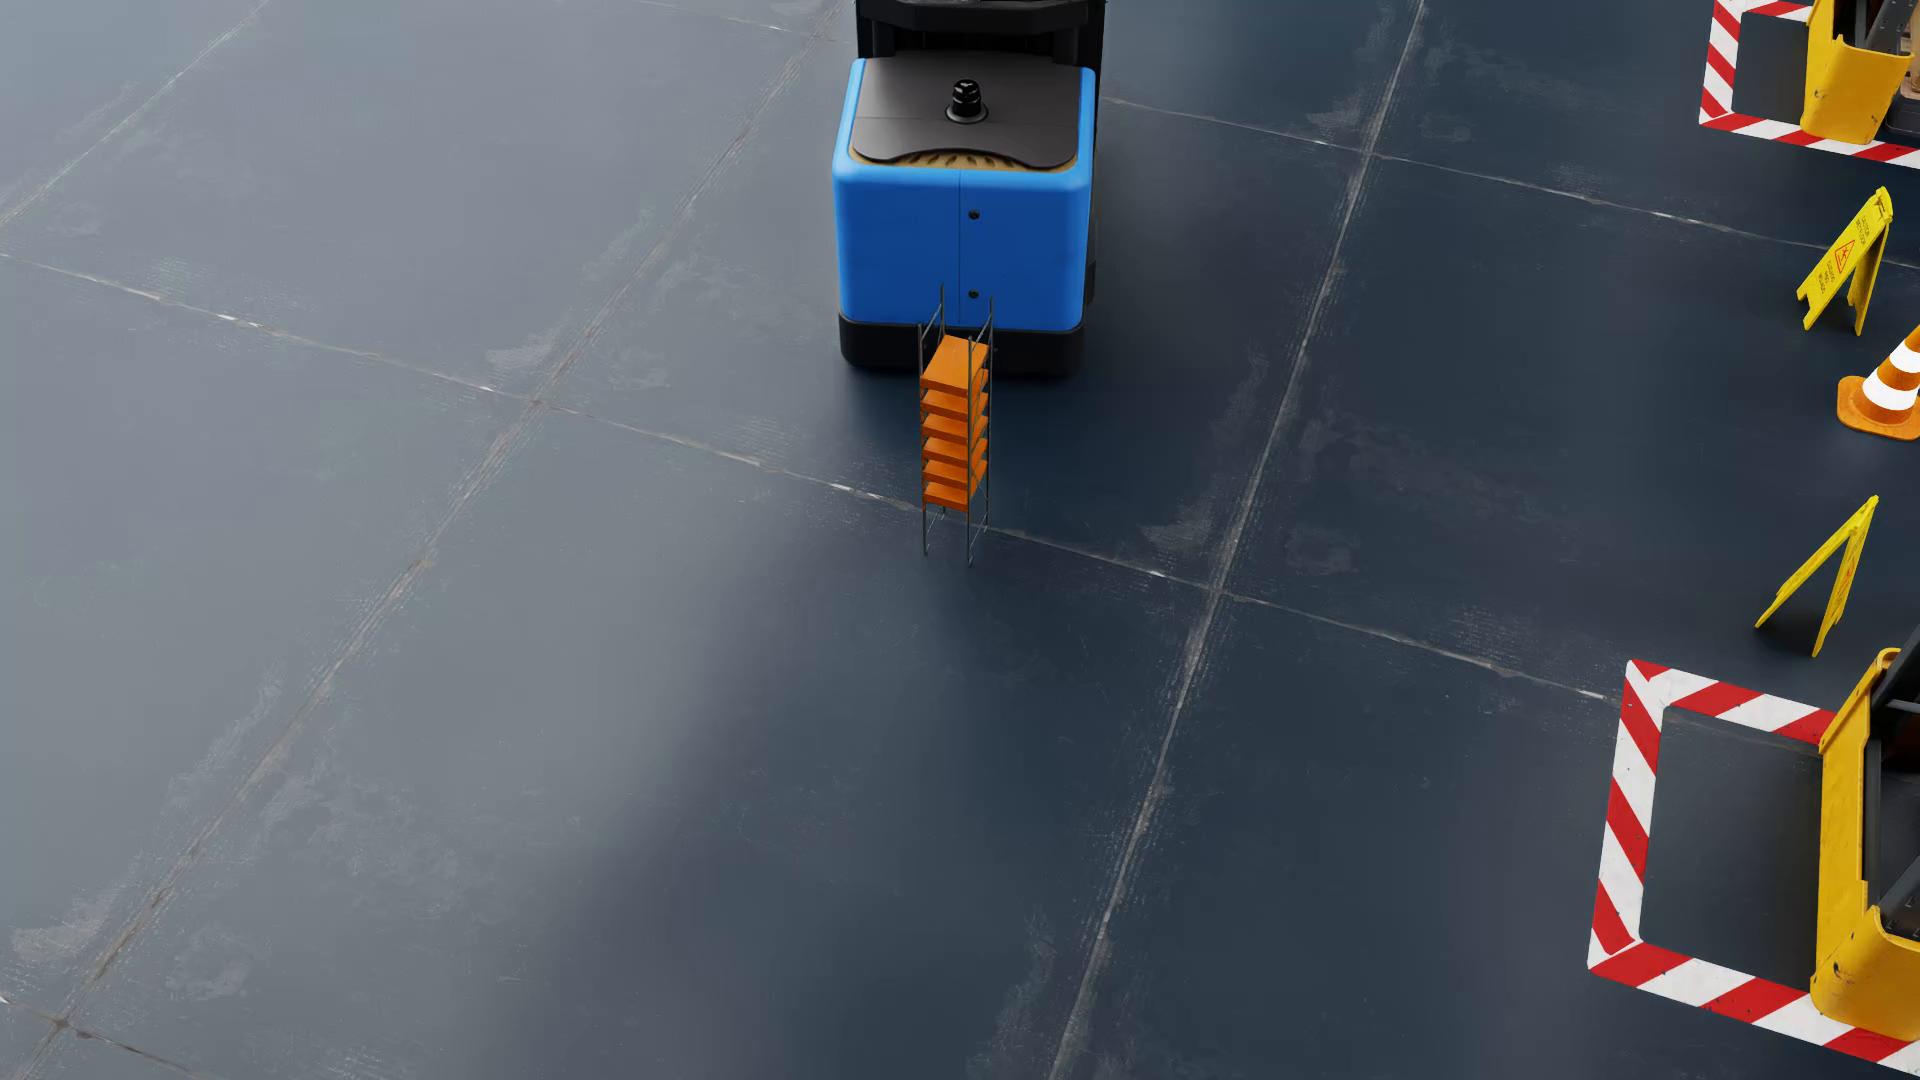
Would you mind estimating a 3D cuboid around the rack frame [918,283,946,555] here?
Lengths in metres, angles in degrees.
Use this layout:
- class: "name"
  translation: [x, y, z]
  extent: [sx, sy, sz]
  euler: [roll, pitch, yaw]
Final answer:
- class: "rack frame"
  translation: [-0.099, -0.421, 6.187]
  extent: [0.006, 1.200, 0.240]
  euler: [16, 51, 13]

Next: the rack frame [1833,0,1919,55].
- class: "rack frame"
  translation: [4.627, -3.399, 7.578]
  extent: [0.127, 3.000, 1.000]
  euler: [16, 51, 13]

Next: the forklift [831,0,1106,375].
- class: "forklift"
  translation: [0.107, -2.782, 7.088]
  extent: [1.130, 2.935, 3.031]
  euler: [3, 49, 3]

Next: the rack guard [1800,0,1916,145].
- class: "rack guard"
  translation: [4.605, -2.587, 8.528]
  extent: [0.348, 0.500, 1.175]
  euler: [16, 51, 13]

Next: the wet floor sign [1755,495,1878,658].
- class: "wet floor sign"
  translation: [3.199, 0.099, 6.104]
  extent: [0.232, 0.644, 0.267]
  euler: [33, 57, 25]

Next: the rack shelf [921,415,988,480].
- class: "rack shelf"
  translation: [-0.014, -0.368, 6.200]
  extent: [0.180, 0.103, 0.258]
  euler: [16, 51, 13]

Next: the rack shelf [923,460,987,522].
- class: "rack shelf"
  translation: [-0.014, -0.210, 6.381]
  extent: [0.180, 0.103, 0.258]
  euler: [16, 51, 13]

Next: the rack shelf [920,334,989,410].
- class: "rack shelf"
  translation: [-0.014, -0.603, 5.928]
  extent: [0.180, 0.103, 0.258]
  euler: [16, 51, 13]

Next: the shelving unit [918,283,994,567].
- class: "shelving unit"
  translation: [-0.014, -0.397, 6.166]
  extent: [0.189, 1.200, 0.258]
  euler: [16, 51, 13]

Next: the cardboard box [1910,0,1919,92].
- class: "cardboard box"
  translation: [5.286, -2.710, 8.108]
  extent: [0.875, 0.875, 0.875]
  euler: [16, 51, 13]

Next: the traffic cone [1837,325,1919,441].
- class: "traffic cone"
  translation: [3.923, -0.711, 6.926]
  extent: [0.334, 0.463, 0.336]
  euler: [16, 51, 13]

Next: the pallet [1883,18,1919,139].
- class: "pallet"
  translation: [5.404, -2.332, 8.498]
  extent: [1.213, 0.211, 1.003]
  euler: [16, 51, 13]

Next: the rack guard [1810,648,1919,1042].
- class: "rack guard"
  translation: [3.078, 0.975, 5.441]
  extent: [0.348, 0.500, 1.175]
  euler: [16, 51, 13]

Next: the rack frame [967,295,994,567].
- class: "rack frame"
  translation: [0.072, -0.373, 6.146]
  extent: [0.006, 1.200, 0.240]
  euler: [16, 51, 13]

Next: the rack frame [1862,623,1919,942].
- class: "rack frame"
  translation: [3.007, 0.136, 4.514]
  extent: [0.127, 3.000, 1.000]
  euler: [16, 51, 13]

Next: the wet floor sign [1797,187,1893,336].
- class: "wet floor sign"
  translation: [3.914, -1.232, 7.257]
  extent: [0.232, 0.644, 0.267]
  euler: [8, 50, 7]

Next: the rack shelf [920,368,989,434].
- class: "rack shelf"
  translation: [-0.014, -0.525, 6.019]
  extent: [0.180, 0.103, 0.258]
  euler: [16, 51, 13]

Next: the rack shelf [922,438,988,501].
- class: "rack shelf"
  translation: [-0.014, -0.289, 6.291]
  extent: [0.180, 0.103, 0.258]
  euler: [16, 51, 13]

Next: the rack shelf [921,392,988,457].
- class: "rack shelf"
  translation: [-0.014, -0.446, 6.109]
  extent: [0.180, 0.103, 0.258]
  euler: [16, 51, 13]
